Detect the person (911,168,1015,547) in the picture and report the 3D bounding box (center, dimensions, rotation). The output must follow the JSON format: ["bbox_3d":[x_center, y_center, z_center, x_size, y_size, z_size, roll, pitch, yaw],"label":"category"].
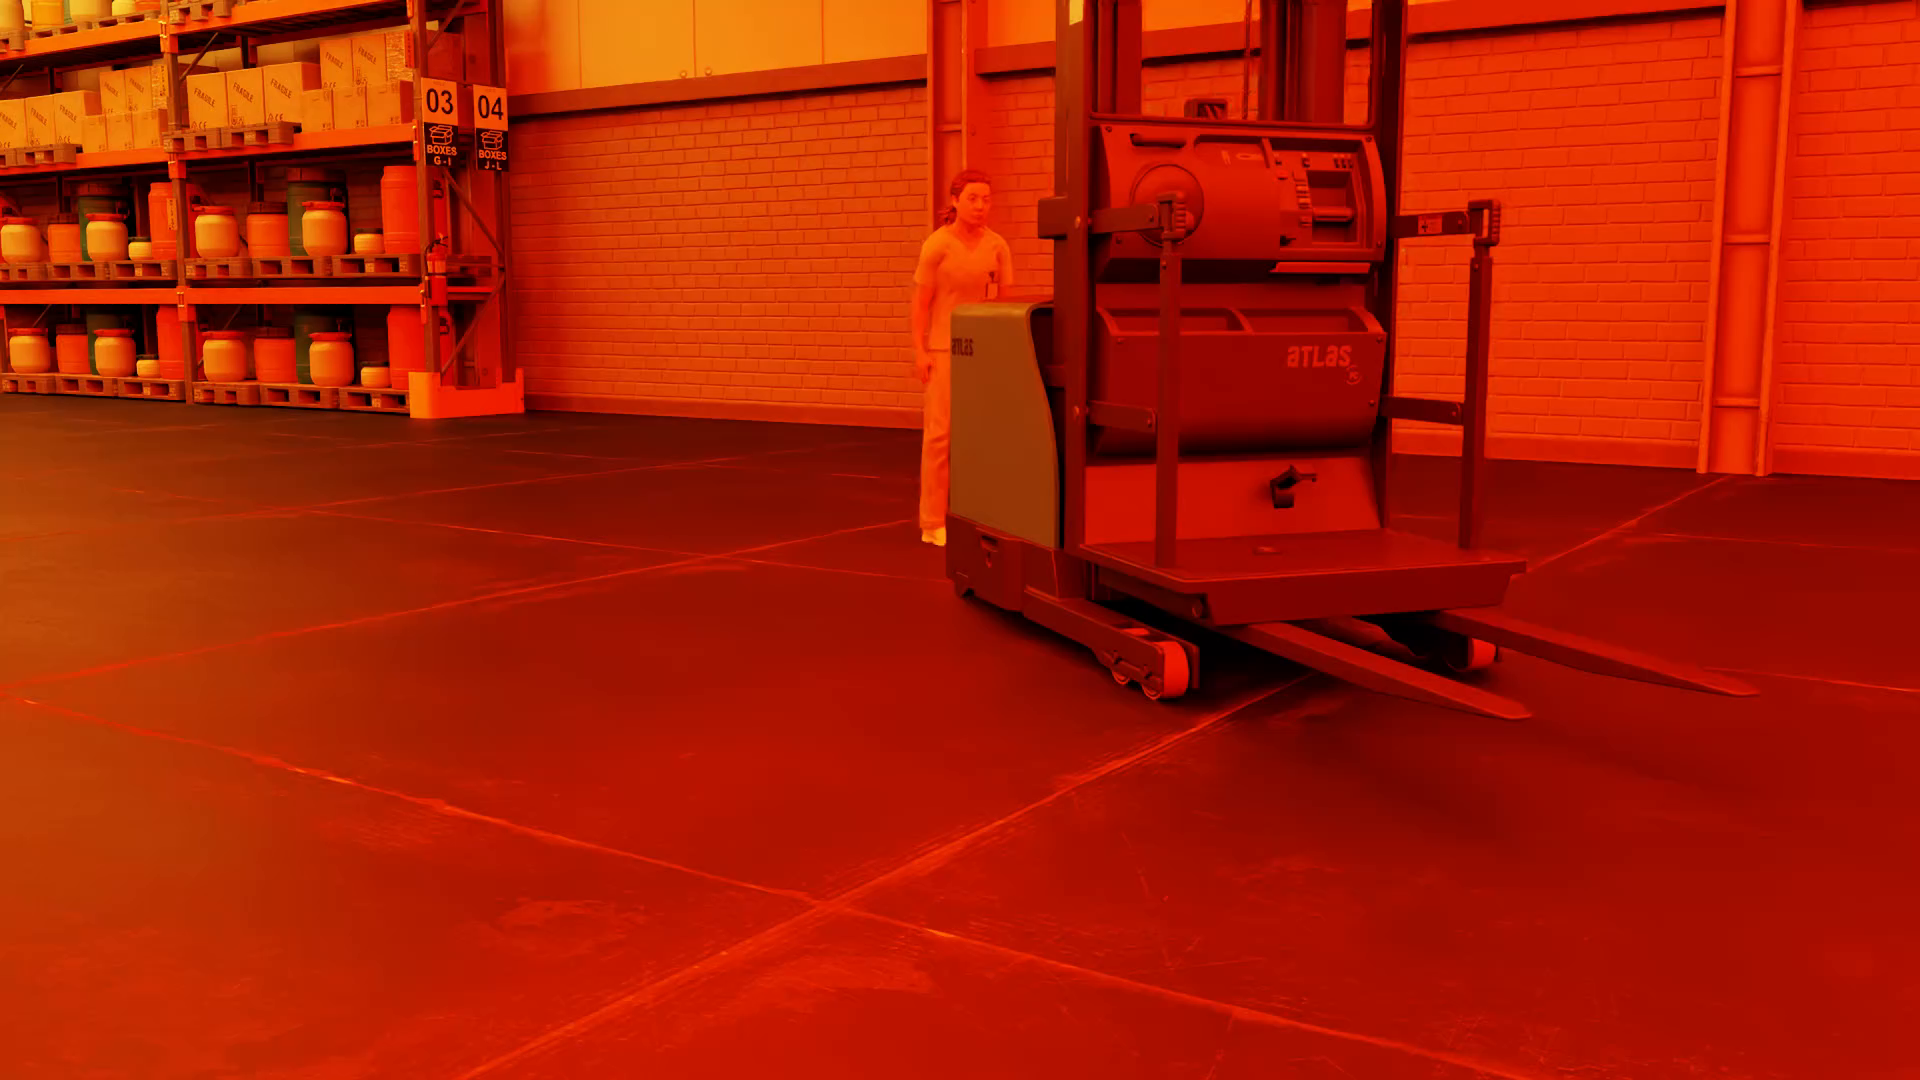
[{"bbox_3d":[0.041,-0.813,7.424,0.503,1.665,0.422,-3,9,-19],"label":"person"}]

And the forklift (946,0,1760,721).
[{"bbox_3d":[0.930,-1.078,4.776,1.130,2.935,3.031,-3,9,-20],"label":"forklift"}]
